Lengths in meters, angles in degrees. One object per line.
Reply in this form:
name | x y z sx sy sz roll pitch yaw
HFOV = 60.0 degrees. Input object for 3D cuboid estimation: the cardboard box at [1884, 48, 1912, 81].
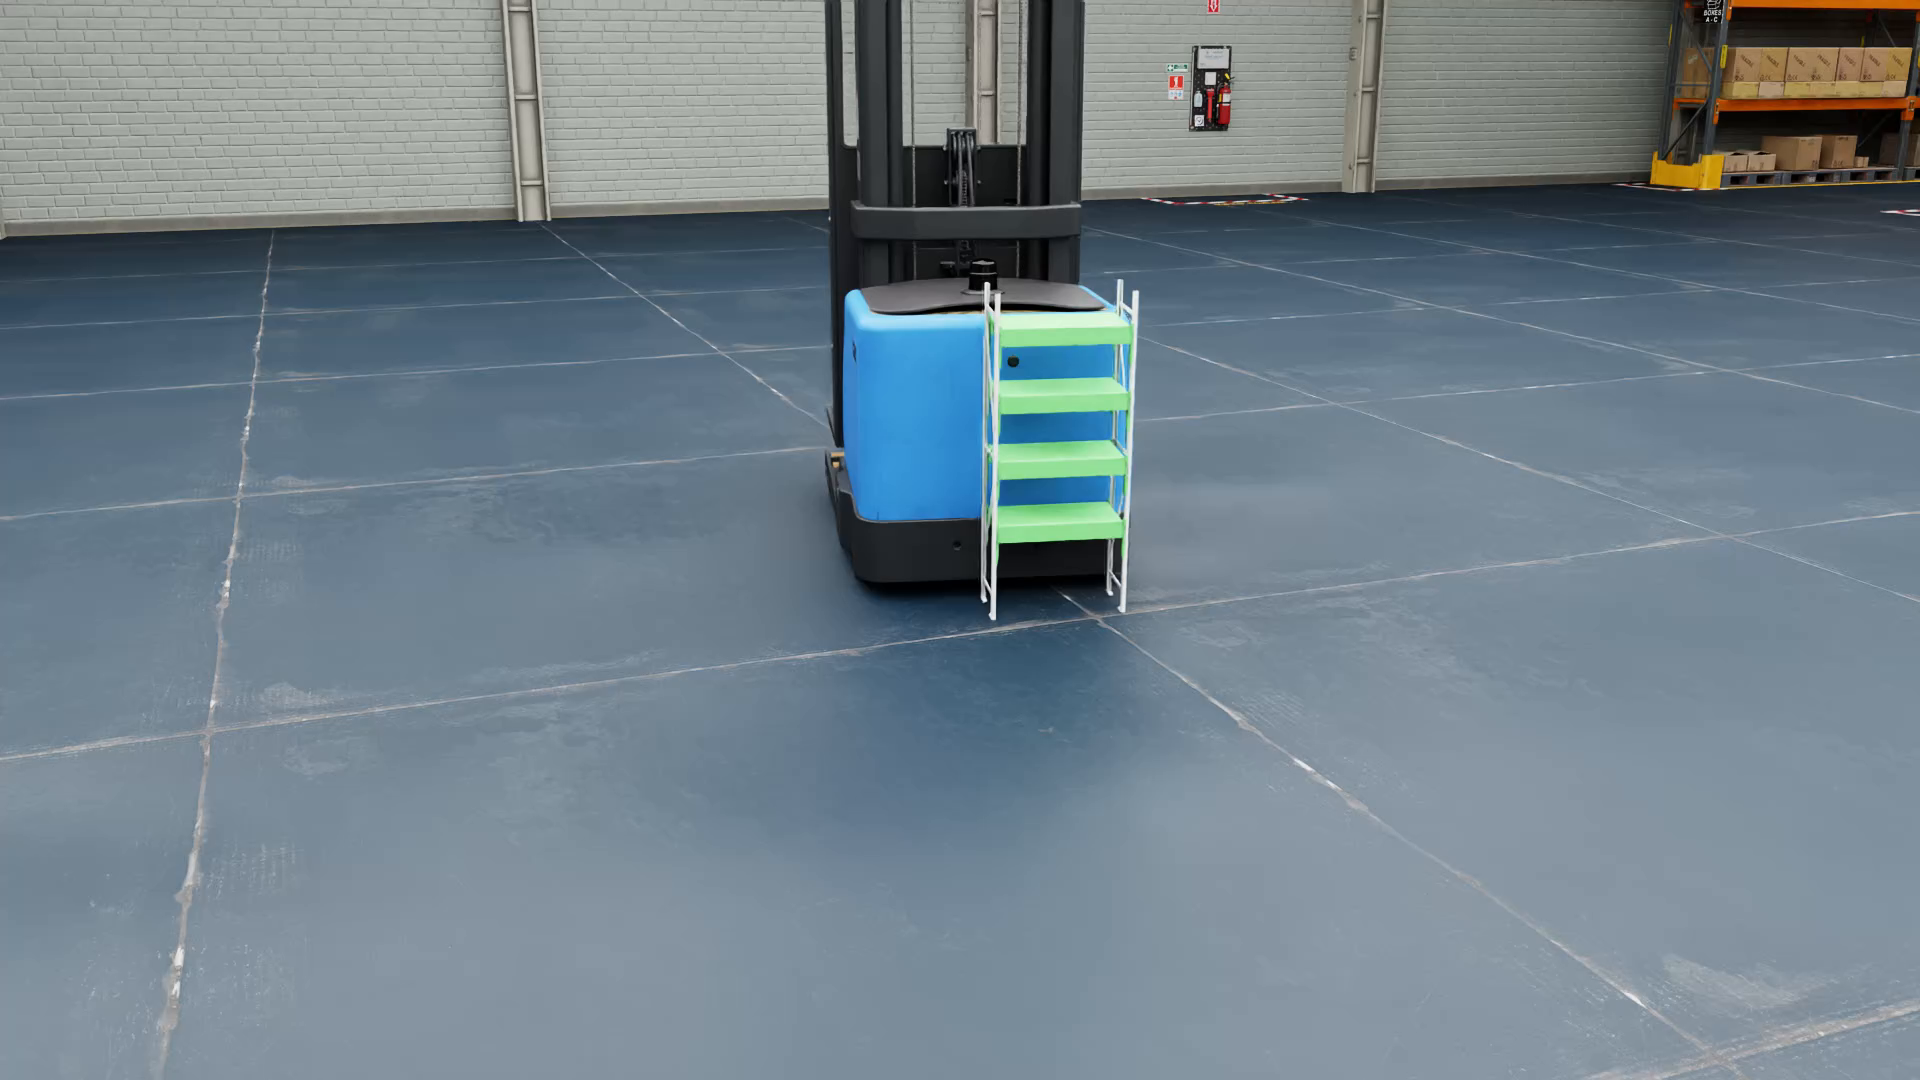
cardboard box | 14.578 -7.500 26.213 0.500 0.500 0.500 -6 17 -20

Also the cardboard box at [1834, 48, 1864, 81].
cardboard box | 13.640 -7.400 25.873 0.500 0.500 0.500 -7 18 -22

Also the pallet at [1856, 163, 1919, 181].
pallet | 15.635 -6.072 27.401 1.213 0.211 1.003 -6 17 -20

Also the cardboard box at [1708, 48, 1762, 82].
cardboard box | 11.727 -7.194 25.174 0.500 0.500 0.500 -6 17 -20

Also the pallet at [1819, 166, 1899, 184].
pallet | 14.294 -5.916 26.870 1.213 0.211 1.003 -6 17 -20

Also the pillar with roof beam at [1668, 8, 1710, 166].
pillar with roof beam | 13.058 -8.972 21.679 0.400 9.000 9.100 -6 17 -20

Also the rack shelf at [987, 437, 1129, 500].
rack shelf | 0.350 -0.263 6.069 0.480 0.148 0.258 -3 19 -9

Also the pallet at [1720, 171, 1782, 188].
pallet | 12.016 -5.670 26.033 1.213 0.211 1.003 -6 17 -20

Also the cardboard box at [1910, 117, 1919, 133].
cardboard box | 16.000 -6.827 27.346 0.500 0.250 0.500 -7 18 -21

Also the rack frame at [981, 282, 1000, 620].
rack frame | 0.109 -0.312 6.011 0.015 1.200 0.240 -3 19 -9

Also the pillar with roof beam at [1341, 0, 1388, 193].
pillar with roof beam | 7.456 -8.367 19.619 0.400 9.000 9.100 -6 17 -20

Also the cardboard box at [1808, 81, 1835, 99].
cardboard box | 13.173 -6.988 25.800 0.500 0.250 0.500 -6 17 -20

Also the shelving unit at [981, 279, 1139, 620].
shelving unit | 0.350 -0.323 6.048 0.503 1.200 0.258 -3 19 -9

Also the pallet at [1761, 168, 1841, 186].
pallet | 13.153 -5.792 26.448 1.213 0.211 1.003 -6 17 -20

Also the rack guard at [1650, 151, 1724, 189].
rack guard | 11.245 -5.736 25.745 0.348 0.500 1.175 -6 17 -20

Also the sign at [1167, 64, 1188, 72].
sign | 3.048 -6.623 23.324 0.331 0.109 0.001 -6 17 -20

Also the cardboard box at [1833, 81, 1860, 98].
cardboard box | 13.643 -7.039 25.974 0.500 0.250 0.500 -6 17 -20

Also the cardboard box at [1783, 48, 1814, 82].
cardboard box | 12.677 -7.292 25.506 0.500 0.500 0.500 -7 18 -22

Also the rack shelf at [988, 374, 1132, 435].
rack shelf | 0.351 -0.490 5.991 0.480 0.148 0.258 -3 19 -9

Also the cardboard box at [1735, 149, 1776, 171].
cardboard box | 12.384 -5.952 26.036 0.500 0.311 0.500 -5 17 -15

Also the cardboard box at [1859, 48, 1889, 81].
cardboard box | 14.114 -7.448 26.036 0.500 0.500 0.500 -6 17 -20

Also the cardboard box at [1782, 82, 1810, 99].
cardboard box | 12.701 -6.937 25.628 0.500 0.250 0.500 -6 18 -21

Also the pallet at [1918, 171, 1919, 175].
pallet | 16.776 -6.196 27.824 1.213 0.211 1.003 -6 17 -20

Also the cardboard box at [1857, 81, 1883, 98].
cardboard box | 14.107 -7.093 26.160 0.500 0.250 0.500 -6 17 -20

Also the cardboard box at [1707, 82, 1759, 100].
cardboard box | 11.743 -6.831 25.268 0.500 0.250 0.500 -7 18 -22

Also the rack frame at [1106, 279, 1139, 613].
rack frame | 0.591 -0.334 6.085 0.015 1.200 0.240 -3 19 -9

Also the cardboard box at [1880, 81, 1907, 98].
cardboard box | 14.575 -7.141 26.324 0.500 0.250 0.500 -6 17 -20

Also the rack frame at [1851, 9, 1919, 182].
rack frame | 14.909 -7.331 26.740 0.127 3.000 1.000 -6 17 -20

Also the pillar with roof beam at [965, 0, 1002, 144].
pillar with roof beam | 1.853 -7.762 17.559 0.400 9.000 9.100 -6 17 -20

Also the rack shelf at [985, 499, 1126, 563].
rack shelf | 0.348 -0.036 6.147 0.480 0.148 0.258 -3 19 -9

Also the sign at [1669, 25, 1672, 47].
sign | 10.994 -7.783 25.663 0.005 0.325 0.100 -6 17 -20

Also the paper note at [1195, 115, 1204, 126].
paper note | 3.404 -5.960 23.633 0.142 0.148 0.016 -6 17 -20

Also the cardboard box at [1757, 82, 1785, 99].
cardboard box | 12.223 -6.887 25.459 0.500 0.250 0.500 -7 18 -22

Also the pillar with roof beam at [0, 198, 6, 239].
pillar with roof beam | -9.353 -6.552 13.440 0.400 9.000 9.100 -6 17 -20

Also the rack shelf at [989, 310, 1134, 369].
rack shelf | 0.353 -0.717 5.912 0.480 0.148 0.258 -3 19 -9

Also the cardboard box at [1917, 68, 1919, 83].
cardboard box | 15.396 -7.633 26.808 0.500 0.500 0.700 -6 17 -20

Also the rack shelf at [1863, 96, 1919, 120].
rack shelf | 16.776 -7.188 27.528 4.000 0.370 1.077 -6 17 -20

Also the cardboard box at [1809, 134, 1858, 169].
cardboard box | 13.954 -6.228 26.638 0.500 0.500 0.500 -8 18 -24

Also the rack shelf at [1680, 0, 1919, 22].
rack shelf | 13.041 -8.224 25.732 4.000 0.370 1.077 -6 17 -20

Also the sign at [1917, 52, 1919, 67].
sign | 15.110 -7.605 26.134 0.005 0.325 0.100 -6 17 -20

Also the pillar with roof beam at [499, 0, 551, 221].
pillar with roof beam | -3.750 -7.157 15.499 0.400 9.000 9.100 -6 17 -20

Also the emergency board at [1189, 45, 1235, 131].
emergency board | 3.594 -6.382 23.508 0.643 1.169 0.194 -6 17 -20

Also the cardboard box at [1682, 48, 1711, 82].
cardboard box | 11.538 -7.329 25.631 0.500 0.500 0.500 -6 18 -21

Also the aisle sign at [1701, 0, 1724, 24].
aisle sign | 11.214 -8.089 24.707 0.004 0.787 0.394 -6 17 -20

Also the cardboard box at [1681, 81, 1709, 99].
cardboard box | 11.541 -6.964 25.719 0.500 0.250 0.500 -6 17 -19

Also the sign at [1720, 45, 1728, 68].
sign | 11.368 -7.201 24.758 0.005 0.325 0.100 -6 17 -20

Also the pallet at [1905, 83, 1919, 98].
pallet | 15.675 -7.278 26.899 1.213 0.211 1.003 -6 17 -20

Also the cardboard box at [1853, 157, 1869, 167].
cardboard box | 14.420 -6.121 26.866 0.250 0.166 0.380 -9 18 -27

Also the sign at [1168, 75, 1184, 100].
sign | 3.041 -6.371 23.405 0.234 0.329 0.001 -6 17 -20

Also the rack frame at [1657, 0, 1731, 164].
rack frame | 11.174 -6.928 25.366 0.127 3.000 1.000 -6 17 -20

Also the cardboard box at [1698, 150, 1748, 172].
cardboard box | 11.852 -5.895 25.840 0.500 0.311 0.500 -8 18 -26

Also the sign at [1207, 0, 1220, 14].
sign | 3.551 -7.520 23.267 0.199 0.298 0.001 -6 17 -20

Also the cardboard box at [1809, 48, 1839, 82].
cardboard box | 13.155 -7.347 25.694 0.500 0.500 0.500 -6 17 -18

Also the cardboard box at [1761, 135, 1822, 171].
cardboard box | 13.087 -6.104 26.216 0.500 0.500 0.700 -7 18 -24

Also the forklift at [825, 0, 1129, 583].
forklift | -0.052 -1.613 7.390 1.130 2.935 3.031 -2 16 -7

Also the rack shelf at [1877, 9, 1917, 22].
rack shelf | 16.776 -8.627 27.105 4.000 0.370 1.077 -6 17 -20

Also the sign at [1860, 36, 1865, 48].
sign | 14.707 -8.032 27.073 0.005 0.325 0.100 -6 17 -20

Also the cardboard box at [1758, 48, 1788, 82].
cardboard box | 12.192 -7.242 25.334 0.500 0.500 0.500 -6 17 -20

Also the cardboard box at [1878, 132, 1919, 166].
cardboard box | 15.590 -6.422 27.298 0.500 0.500 0.700 -6 17 -18

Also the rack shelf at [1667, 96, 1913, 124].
rack shelf | 13.041 -6.784 26.154 4.000 0.370 1.077 -6 17 -20
